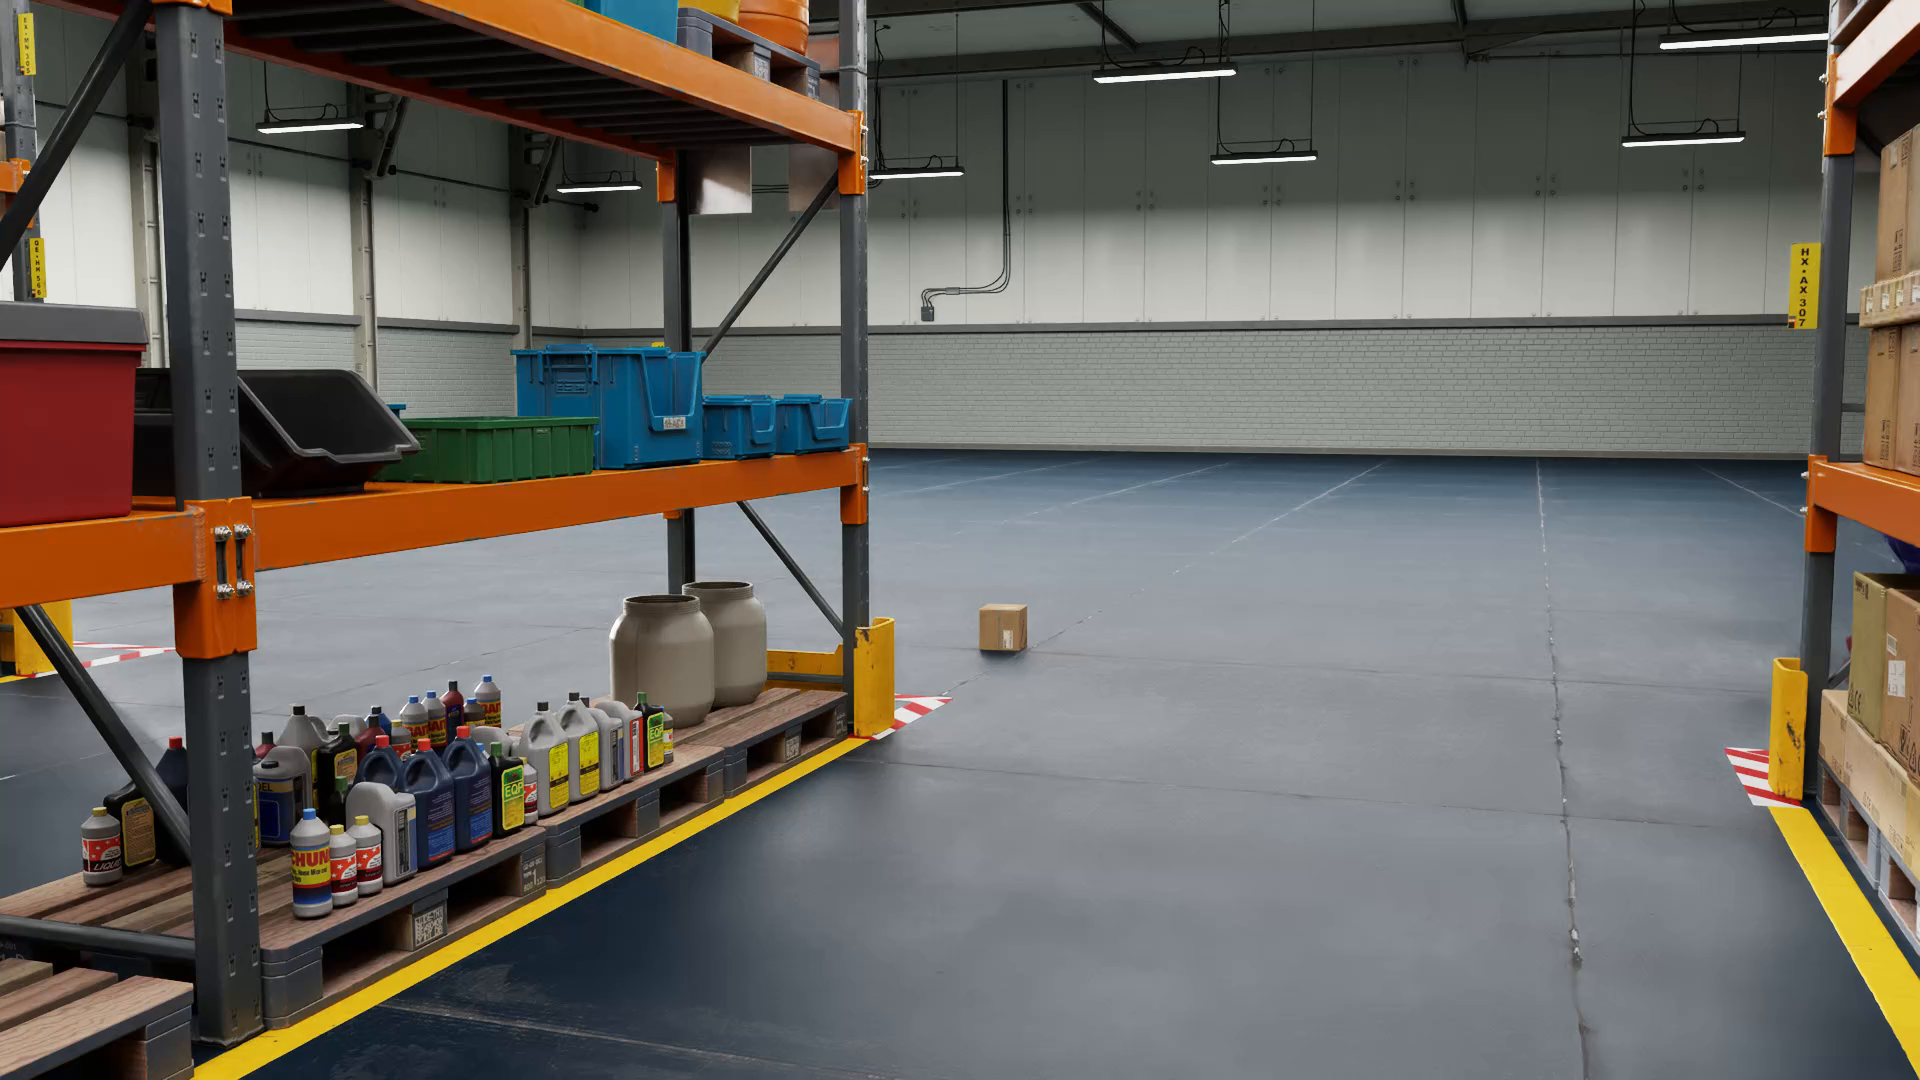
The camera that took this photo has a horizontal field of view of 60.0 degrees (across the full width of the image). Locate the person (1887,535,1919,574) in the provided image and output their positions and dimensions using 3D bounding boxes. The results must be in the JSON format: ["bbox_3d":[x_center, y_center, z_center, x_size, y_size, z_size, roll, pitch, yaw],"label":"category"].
[{"bbox_3d":[4.693,-0.006,8.111,0.495,1.650,0.519,2,6,16],"label":"person"}]
